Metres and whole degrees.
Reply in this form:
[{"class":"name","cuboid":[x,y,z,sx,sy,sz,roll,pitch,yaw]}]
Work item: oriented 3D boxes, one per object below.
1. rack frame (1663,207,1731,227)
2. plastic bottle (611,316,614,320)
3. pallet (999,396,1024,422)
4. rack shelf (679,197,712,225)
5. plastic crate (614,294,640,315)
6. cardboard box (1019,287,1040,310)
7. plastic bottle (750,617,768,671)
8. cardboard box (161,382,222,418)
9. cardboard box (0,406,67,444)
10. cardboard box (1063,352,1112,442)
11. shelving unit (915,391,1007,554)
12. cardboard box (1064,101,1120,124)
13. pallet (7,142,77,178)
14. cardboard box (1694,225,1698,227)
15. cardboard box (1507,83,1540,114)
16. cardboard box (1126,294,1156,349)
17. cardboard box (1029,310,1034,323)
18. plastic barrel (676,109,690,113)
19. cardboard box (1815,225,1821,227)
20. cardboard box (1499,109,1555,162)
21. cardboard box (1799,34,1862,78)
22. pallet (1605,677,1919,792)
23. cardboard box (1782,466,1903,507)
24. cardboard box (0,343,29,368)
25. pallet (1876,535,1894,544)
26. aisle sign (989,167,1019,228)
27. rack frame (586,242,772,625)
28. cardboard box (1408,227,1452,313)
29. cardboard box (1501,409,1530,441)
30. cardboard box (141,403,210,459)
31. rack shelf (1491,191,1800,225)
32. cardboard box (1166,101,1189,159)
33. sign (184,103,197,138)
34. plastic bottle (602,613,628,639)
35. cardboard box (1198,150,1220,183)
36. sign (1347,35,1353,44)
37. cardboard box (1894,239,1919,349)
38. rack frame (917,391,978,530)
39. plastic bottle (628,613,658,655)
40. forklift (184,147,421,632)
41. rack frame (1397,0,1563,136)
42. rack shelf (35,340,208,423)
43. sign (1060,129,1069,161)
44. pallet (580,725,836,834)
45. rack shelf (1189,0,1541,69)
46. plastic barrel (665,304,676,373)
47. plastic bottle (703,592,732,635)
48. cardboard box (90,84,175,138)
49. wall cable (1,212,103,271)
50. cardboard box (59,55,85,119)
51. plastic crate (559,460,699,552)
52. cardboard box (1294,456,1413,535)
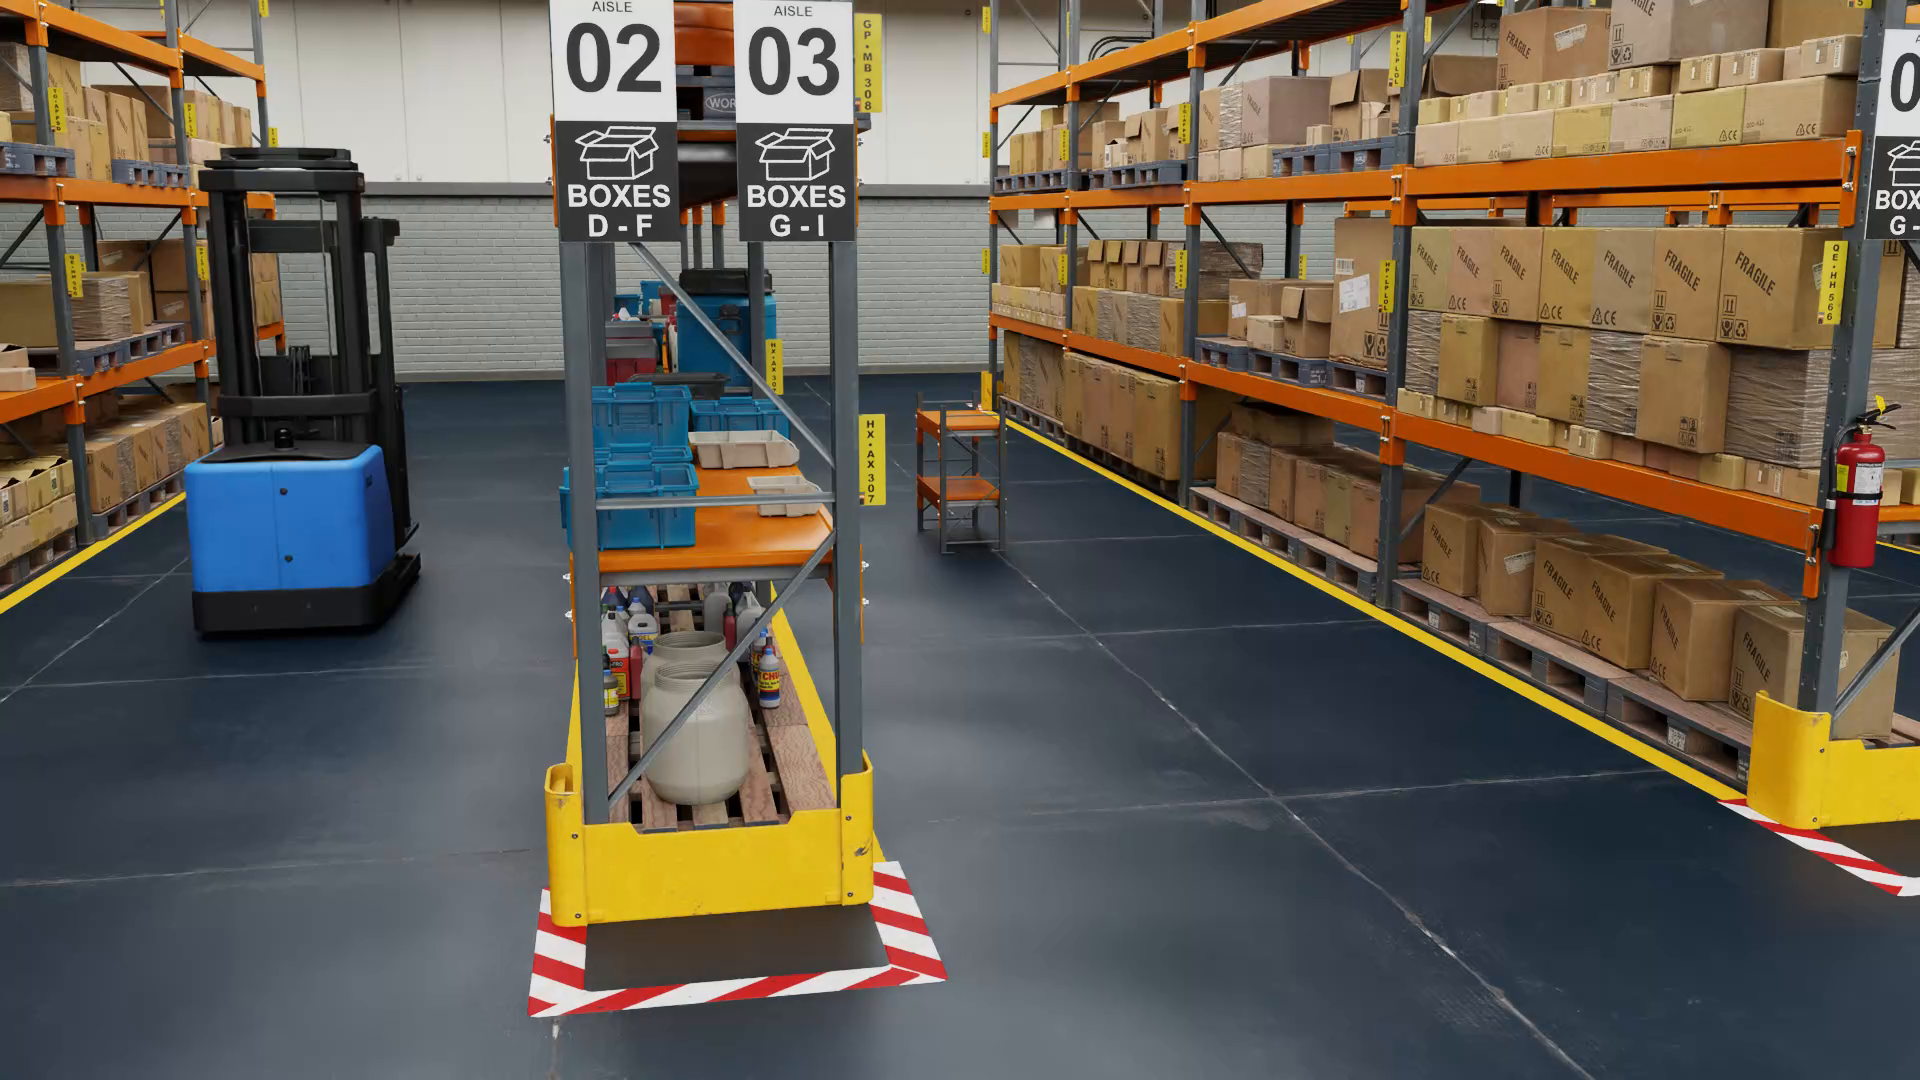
[{"class":"rack frame","cuboid":[10.610,-3.605,24.116,1.000,3.000,0.127,-2,11,-11]},{"class":"plastic bottle","cuboid":[-3.365,-2.028,16.142,0.061,0.283,0.133,-2,11,-11]},{"class":"pallet","cuboid":[1.122,-1.731,21.728,1.003,0.211,1.213,-2,11,-11]},{"class":"rack shelf","cuboid":[-2.802,-3.084,15.281,1.077,0.370,4.000,-2,11,-11]},{"class":"plastic crate","cuboid":[-3.616,-2.426,17.802,0.392,0.384,0.575,-2,11,-11]},{"class":"cardboard box","cuboid":[1.026,-2.937,20.208,0.500,0.250,0.500,-2,11,-12]},{"class":"plastic bottle","cuboid":[-1.029,0.532,8.501,0.097,0.271,0.097,0,11,0]},{"class":"cardboard box","cuboid":[-8.421,-1.486,18.481,0.797,0.503,0.637,-2,11,-11]},{"class":"cardboard box","cuboid":[-7.700,-0.948,13.657,0.500,0.250,0.500,-2,11,-9]},{"class":"cardboard box","cuboid":[1.812,-1.557,17.915,1.225,0.875,0.875,-2,11,-11]},{"class":"shelving unit","cuboid":[-0.001,-0.554,13.098,0.538,1.125,1.048,-2,11,-11]},{"class":"cardboard box","cuboid":[1.491,-4.830,18.867,0.500,0.250,0.500,-3,11,-15]},{"class":"pallet","cuboid":[-7.053,-2.678,11.725,1.213,0.211,1.003,-2,11,-8]},{"class":"cardboard box","cuboid":[10.529,-4.344,23.319,0.380,0.149,0.250,-2,11,-10]},{"class":"cardboard box","cuboid":[3.191,-2.377,8.973,0.380,0.149,0.250,-2,11,-12]},{"class":"cardboard box","cuboid":[1.911,-2.095,15.914,0.500,0.500,0.500,-2,11,-13]},{"class":"cardboard box","cuboid":[1.037,-2.668,19.861,0.380,0.149,0.250,-2,11,-12]},{"class":"plastic barrel","cuboid":[-1.546,-2.604,8.367,0.600,0.901,0.708,-2,11,-11]},{"class":"cardboard box","cuboid":[10.966,-3.920,21.092,0.380,0.149,0.250,-2,11,-11]},{"class":"cardboard box","cuboid":[3.254,-2.164,8.921,0.500,0.250,0.500,-3,11,-13]},{"class":"cardboard box","cuboid":[3.641,-1.946,6.709,0.380,0.149,0.250,-2,11,-11]},{"class":"pallet","cuboid":[3.863,0.895,7.928,1.003,0.211,1.213,-2,11,-11]},{"class":"cardboard box","cuboid":[3.744,-0.232,7.064,0.380,0.149,0.250,-2,11,-11]},{"class":"cardboard box","cuboid":[-7.244,-1.306,12.274,0.500,0.311,0.500,-1,11,-7]},{"class":"pallet","cuboid":[7.644,-0.199,13.677,1.003,0.211,1.213,-2,11,-11]},{"class":"aisle sign","cuboid":[0.581,-4.524,21.992,0.394,0.787,0.004,-2,11,-11]},{"class":"rack frame","cuboid":[-1.635,-0.864,9.713,1.000,3.000,0.127,-2,11,-11]},{"class":"cardboard box","cuboid":[3.062,-1.639,10.046,0.500,0.500,0.500,-2,11,-11]},{"class":"cardboard box","cuboid":[3.237,-0.642,9.218,0.380,0.149,0.250,-2,11,-11]},{"class":"cardboard box","cuboid":[-7.673,-1.060,16.251,0.500,0.500,0.500,-2,11,-11]},{"class":"rack shelf","cuboid":[6.941,-3.426,17.078,1.077,0.370,4.000,-2,11,-11]},{"class":"cardboard box","cuboid":[2.256,-3.617,14.758,0.797,0.503,0.637,-1,11,-8]},{"class":"sign","cuboid":[-7.507,-4.094,16.223,0.100,0.325,0.005,-2,11,-11]},{"class":"plastic bottle","cuboid":[-1.729,0.531,8.292,0.144,0.351,0.185,-2,11,-9]},{"class":"cardboard box","cuboid":[2.287,-3.082,13.746,0.500,0.250,0.500,-2,11,-10]},{"class":"sign","cuboid":[5.242,-6.832,22.314,0.100,0.325,0.005,-2,11,-11]},{"class":"cardboard box","cuboid":[4.162,-1.108,7.256,0.500,0.500,0.500,-2,11,-11]},{"class":"rack frame","cuboid":[-0.100,-0.647,13.588,0.500,1.125,0.032,-2,11,-11]},{"class":"plastic bottle","cuboid":[-1.625,0.524,8.530,0.152,0.276,0.135,-2,11,-11]},{"class":"forklift","cuboid":[-4.345,-1.114,11.209,1.130,2.935,3.031,-2,11,-10]},{"class":"rack frame","cuboid":[3.223,-3.991,10.098,1.000,3.000,0.127,-2,11,-11]},{"class":"rack shelf","cuboid":[-7.661,-1.431,14.619,1.077,0.370,4.000,-2,11,-11]},{"class":"sign","cuboid":[1.123,-4.257,17.924,0.100,0.325,0.005,-2,11,-11]},{"class":"pallet","cuboid":[-1.071,1.078,6.967,1.003,0.211,1.213,-2,11,-11]},{"class":"rack shelf","cuboid":[2.834,-3.808,12.130,1.077,0.370,4.000,-2,11,-11]},{"class":"plastic barrel","cuboid":[-2.025,-1.590,13.165,0.600,0.536,0.708,-2,11,-11]},{"class":"plastic bottle","cuboid":[-1.330,0.411,9.124,0.152,0.276,0.135,-2,11,-11]},{"class":"cardboard box","cuboid":[-8.182,-4.253,16.557,0.700,0.500,0.500,-2,11,-11]},{"class":"wall cable","cuboid":[-14.436,-5.177,24.631,3.097,2.526,0.112,-2,11,-11]},{"class":"cardboard box","cuboid":[-7.549,-3.699,13.646,0.500,0.500,0.500,-2,11,-11]},{"class":"plastic crate","cuboid":[-1.248,-0.138,6.298,0.499,0.251,0.616,-2,11,-11]},{"class":"cardboard box","cuboid":[2.942,-0.336,12.450,0.700,0.500,0.500,-3,11,-16]}]
